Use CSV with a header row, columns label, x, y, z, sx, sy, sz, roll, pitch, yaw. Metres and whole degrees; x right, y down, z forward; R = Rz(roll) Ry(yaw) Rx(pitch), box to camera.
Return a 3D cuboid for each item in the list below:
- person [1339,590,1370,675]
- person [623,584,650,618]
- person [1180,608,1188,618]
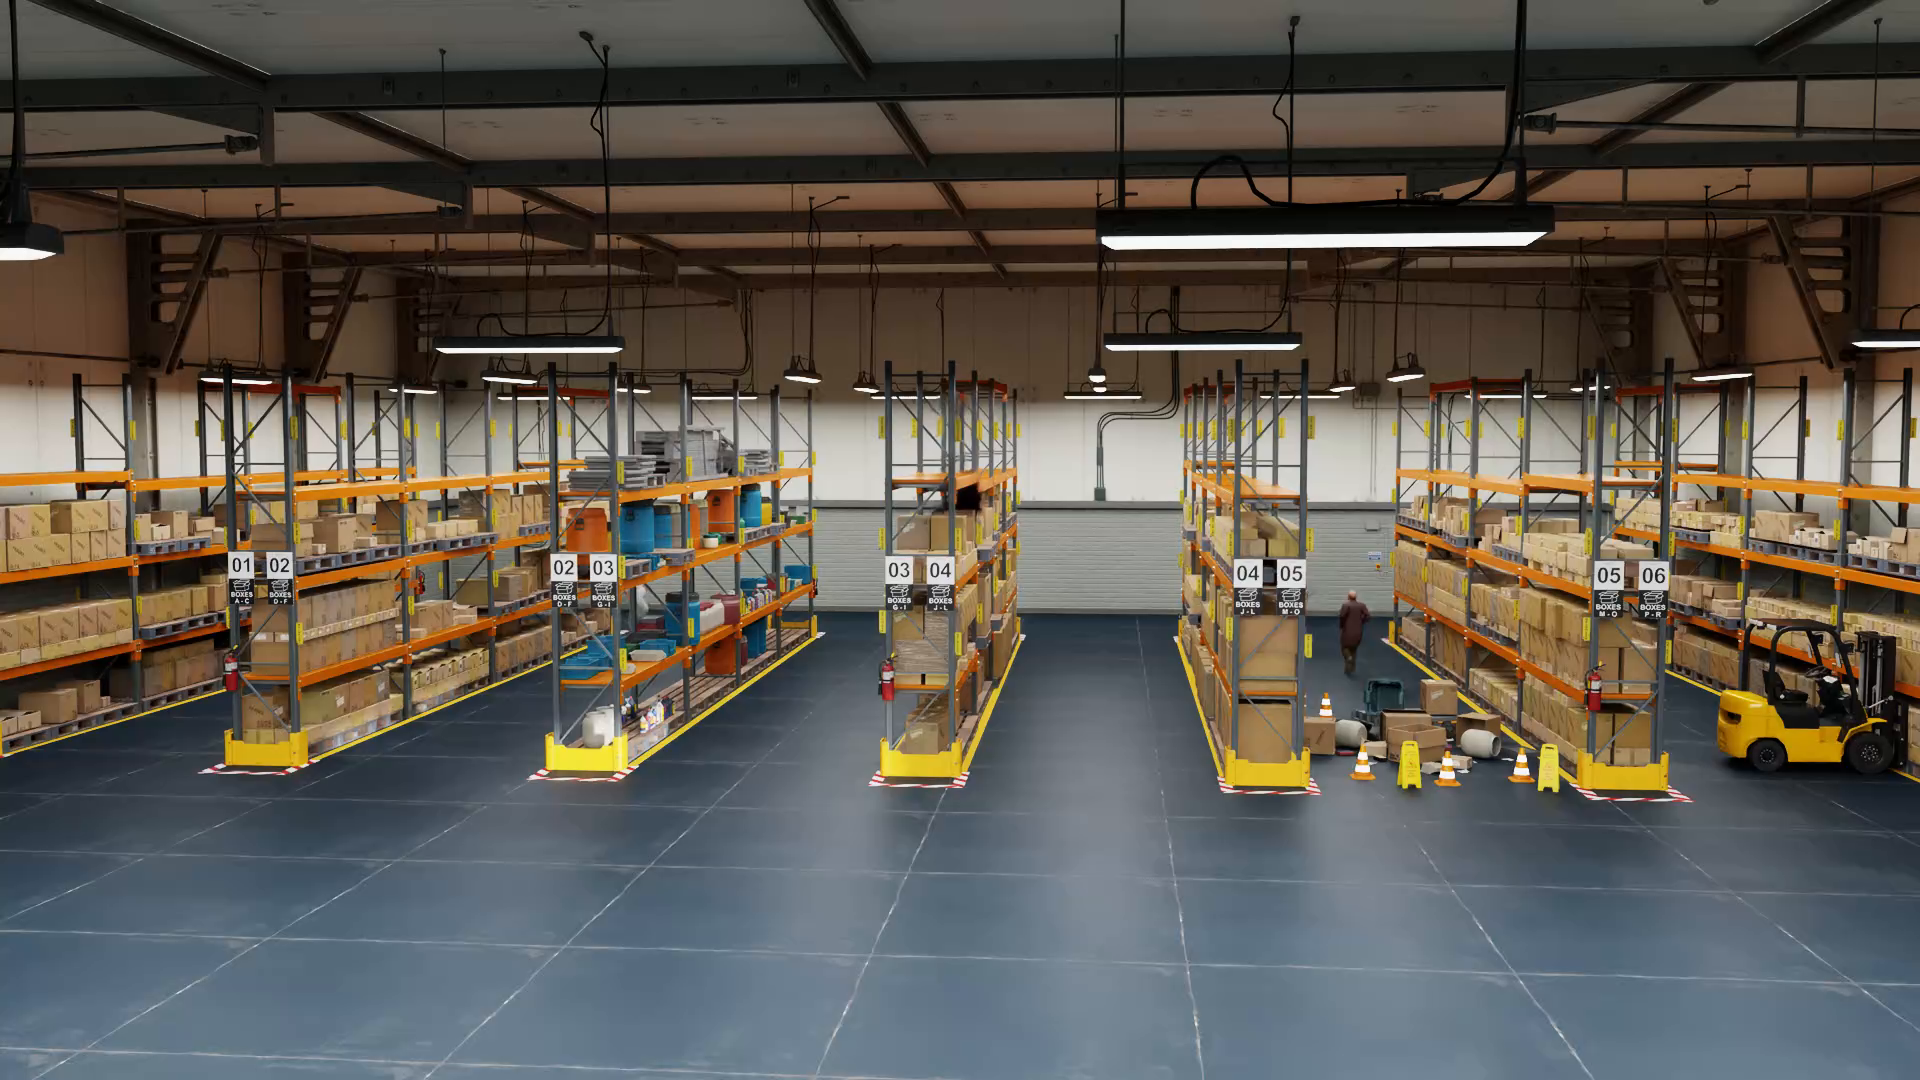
label,x,y,z,sx,sy,sz,roll,pitch,yaw
person,8.049,1.896,34.088,0.698,1.747,0.679,-1,4,-9
person,-8.053,1.422,41.619,0.647,1.803,0.707,1,4,17
person,5.692,1.508,40.564,0.581,1.689,0.655,-1,4,-18
